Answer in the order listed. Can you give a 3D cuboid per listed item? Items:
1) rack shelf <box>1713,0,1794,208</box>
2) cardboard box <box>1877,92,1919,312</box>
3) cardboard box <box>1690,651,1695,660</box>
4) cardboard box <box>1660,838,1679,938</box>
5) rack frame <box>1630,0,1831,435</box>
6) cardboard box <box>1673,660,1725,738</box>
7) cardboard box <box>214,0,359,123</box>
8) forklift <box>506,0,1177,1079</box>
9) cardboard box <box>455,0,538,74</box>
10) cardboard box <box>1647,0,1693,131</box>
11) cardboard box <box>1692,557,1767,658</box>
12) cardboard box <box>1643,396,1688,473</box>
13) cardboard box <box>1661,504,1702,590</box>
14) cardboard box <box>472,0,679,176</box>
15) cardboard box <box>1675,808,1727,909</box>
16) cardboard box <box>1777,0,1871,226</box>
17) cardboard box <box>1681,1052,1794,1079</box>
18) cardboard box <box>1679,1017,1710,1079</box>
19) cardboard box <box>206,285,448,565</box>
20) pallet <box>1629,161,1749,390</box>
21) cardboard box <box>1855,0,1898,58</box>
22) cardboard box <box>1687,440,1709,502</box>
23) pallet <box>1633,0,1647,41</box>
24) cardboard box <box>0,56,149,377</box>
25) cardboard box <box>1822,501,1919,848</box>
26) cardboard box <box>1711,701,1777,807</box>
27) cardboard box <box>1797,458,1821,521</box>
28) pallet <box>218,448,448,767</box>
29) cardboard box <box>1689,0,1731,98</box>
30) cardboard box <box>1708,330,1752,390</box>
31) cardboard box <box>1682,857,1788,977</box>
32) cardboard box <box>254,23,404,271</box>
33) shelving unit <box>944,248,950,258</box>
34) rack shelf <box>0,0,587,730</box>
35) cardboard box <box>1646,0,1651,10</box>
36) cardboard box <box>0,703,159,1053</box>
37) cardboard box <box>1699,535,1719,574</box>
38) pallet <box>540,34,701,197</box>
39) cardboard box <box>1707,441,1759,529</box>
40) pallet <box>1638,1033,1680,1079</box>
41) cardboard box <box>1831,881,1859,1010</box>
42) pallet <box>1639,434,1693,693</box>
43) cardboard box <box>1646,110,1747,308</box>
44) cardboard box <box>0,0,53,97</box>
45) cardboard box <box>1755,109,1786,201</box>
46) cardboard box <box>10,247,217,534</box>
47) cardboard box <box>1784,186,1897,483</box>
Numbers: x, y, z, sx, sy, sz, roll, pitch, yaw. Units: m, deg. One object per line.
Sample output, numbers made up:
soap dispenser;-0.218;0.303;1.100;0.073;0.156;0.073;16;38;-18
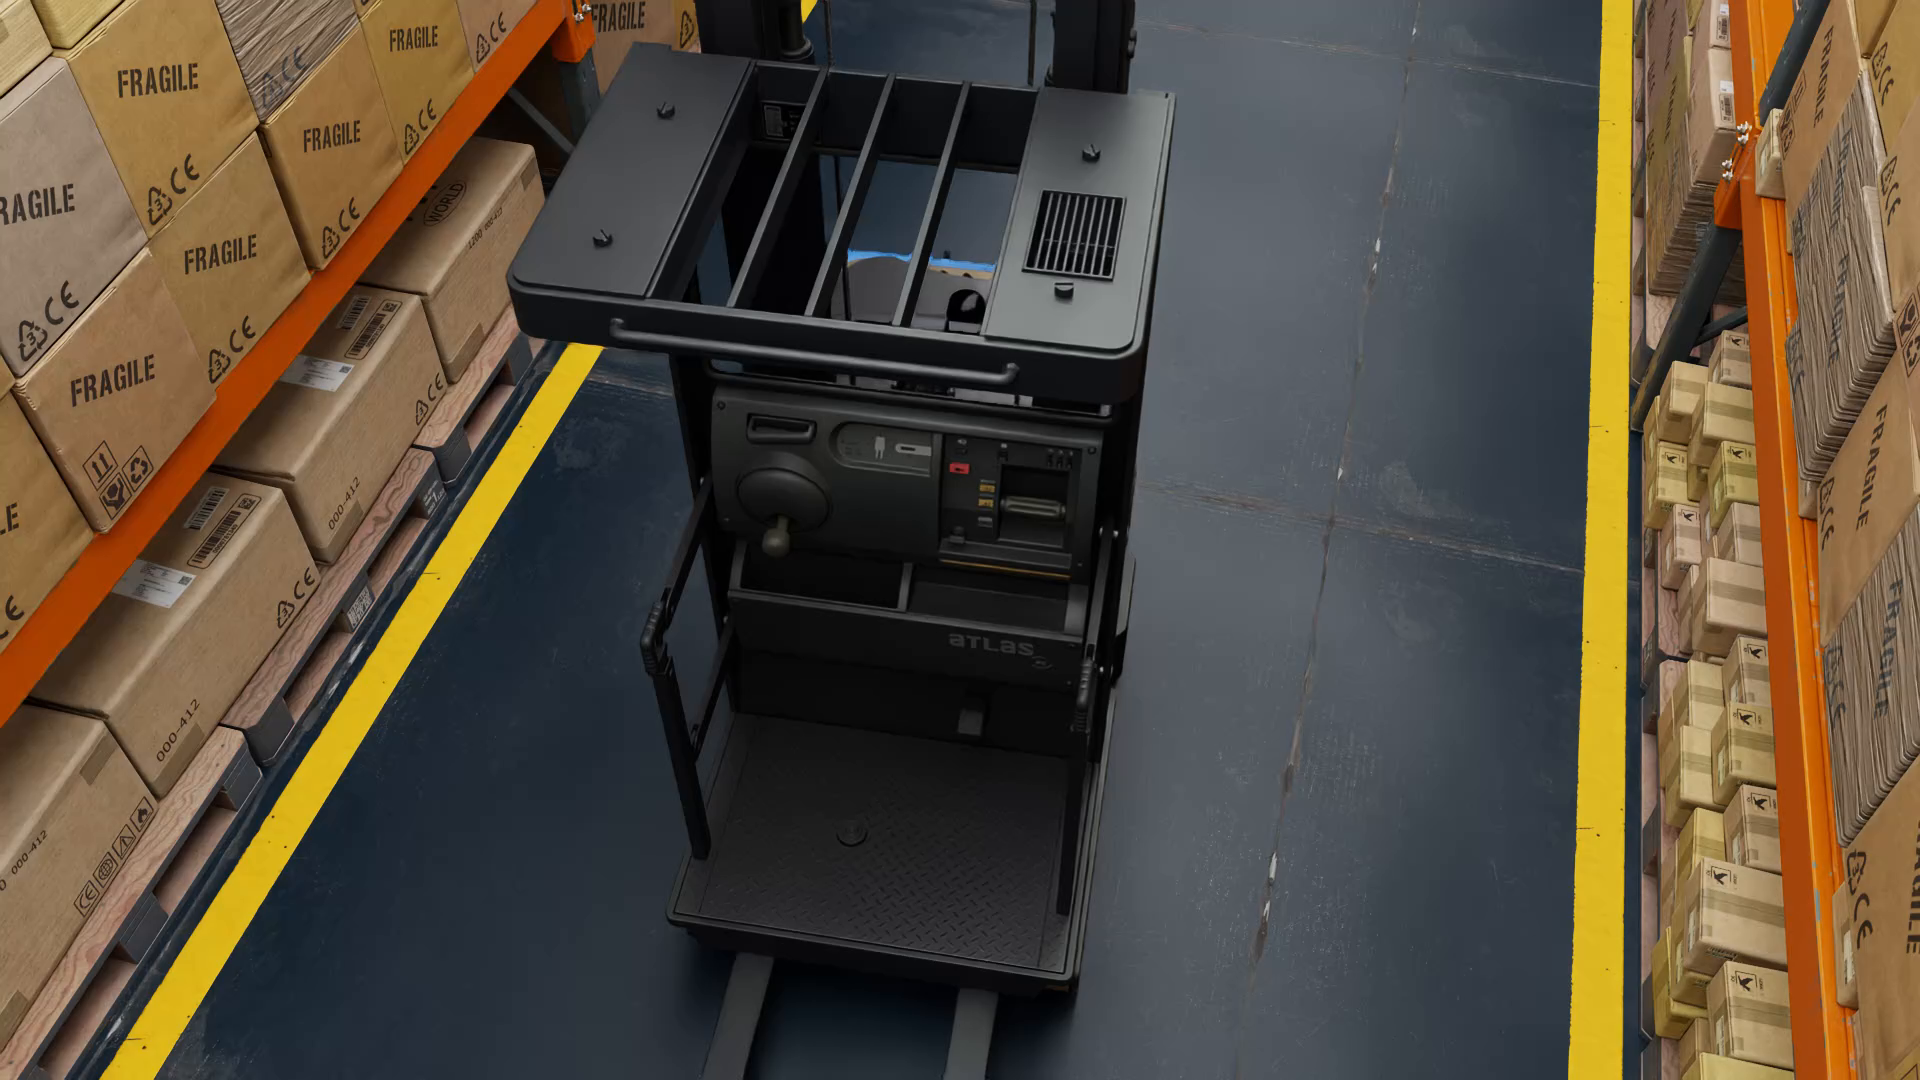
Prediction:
rack shelf;3.481;-2.542;6.473;1.077;0.370;4.000;12;50;10
cardboard box;2.317;-0.782;3.507;0.500;0.500;0.500;12;50;11
cardboard box;2.408;0.448;4.975;0.380;0.149;0.250;10;49;8
cardboard box;2.112;0.990;4.497;0.380;0.149;0.250;12;50;11
rack frame;2.955;-1.334;4.927;1.000;3.000;0.127;12;50;10
cardboard box;2.245;0.514;4.718;0.380;0.149;0.250;11;50;10
cardboard box;-1.971;-1.470;4.313;0.500;0.500;0.500;12;50;11
forklift;-0.168;-0.019;3.811;1.130;2.935;3.031;7;49;6
cardboard box;-1.723;-1.885;5.346;0.500;0.500;0.500;12;50;10
cardboard box;3.181;-1.972;6.877;0.500;0.500;0.500;11;49;9
cardboard box;2.323;0.223;4.777;0.380;0.149;0.250;13;50;11
cardboard box;2.549;-0.329;5.661;0.380;0.149;0.250;10;49;8
cardboard box;2.464;0.053;5.324;0.380;0.149;0.250;11;50;10
cardboard box;-1.761;-2.138;6.773;0.875;0.875;0.875;13;50;11
cardboard box;2.110;0.892;4.385;0.380;0.149;0.250;14;50;12
cardboard box;2.581;-1.157;4.505;0.500;0.500;0.500;11;49;9
cardboard box;1.864;1.351;3.781;0.380;0.149;0.250;11;49;9
cardboard box;2.014;1.381;4.152;0.380;0.149;0.250;12;50;10
cardboard box;-2.351;-0.448;5.574;0.875;0.438;0.875;10;49;9
pallet;3.158;-0.974;6.469;1.003;0.211;1.213;12;50;10
cardboard box;2.601;-1.518;4.157;0.500;0.500;0.500;13;50;11
cardboard box;2.571;-0.228;5.374;0.380;0.149;0.250;12;50;10
pallet;3.801;-2.739;8.027;1.003;0.211;1.213;12;50;10
cardboard box;-2.242;-0.748;3.676;0.500;0.500;0.500;11;50;10
cardboard box;2.037;0.312;3.209;0.500;0.500;0.500;12;50;10
cardboard box;2.228;0.607;4.438;0.380;0.149;0.250;12;50;10
cardboard box;2.265;-0.148;4.048;0.380;0.149;0.250;14;50;12
pallet;-2.442;0.105;5.517;1.003;0.211;1.213;12;50;10
cardboard box;3.055;-1.852;6.270;0.500;0.250;0.500;14;50;12
cardboard box;2.664;-0.518;5.431;0.380;0.149;0.250;13;50;12
cardboard box;2.010;0.971;4.117;0.380;0.149;0.250;13;50;11
cardboard box;-1.971;-1.145;4.693;0.500;0.500;0.500;11;49;9
shelving unit;0.049;-0.555;5.640;0.258;0.900;0.210;7;49;6
rack shelf;-2.374;-0.553;4.717;1.077;0.370;4.000;12;50;10
cardboard box;3.446;-2.713;7.531;0.500;0.500;0.500;12;50;10
cardboard box;-2.823;0.868;4.412;0.875;0.438;0.875;10;49;9
cardboard box;2.468;0.150;5.040;0.380;0.149;0.250;9;49;8
pallet;-1.717;-1.888;7.275;1.003;0.211;1.213;12;50;10
cardboard box;2.516;-0.138;5.095;0.380;0.149;0.250;11;49;10
pallet;2.170;1.847;3.979;1.003;0.211;1.213;12;50;10
cardboard box;1.913;0.805;3.206;0.380;0.149;0.250;13;50;11
pallet;2.812;0.082;5.537;1.003;0.211;1.213;12;50;10
cardboard box;2.907;-1.231;6.223;0.500;0.500;0.500;11;49;9
cardboard box;-2.184;-1.060;3.519;0.380;0.149;0.250;12;50;10
cardboard box;2.565;-1.110;4.897;0.380;0.149;0.250;13;50;11
cardboard box;-2.239;-0.404;4.039;0.500;0.500;0.500;11;50;10
cardboard box;2.291;-0.440;3.873;0.500;0.500;0.500;11;49;9
